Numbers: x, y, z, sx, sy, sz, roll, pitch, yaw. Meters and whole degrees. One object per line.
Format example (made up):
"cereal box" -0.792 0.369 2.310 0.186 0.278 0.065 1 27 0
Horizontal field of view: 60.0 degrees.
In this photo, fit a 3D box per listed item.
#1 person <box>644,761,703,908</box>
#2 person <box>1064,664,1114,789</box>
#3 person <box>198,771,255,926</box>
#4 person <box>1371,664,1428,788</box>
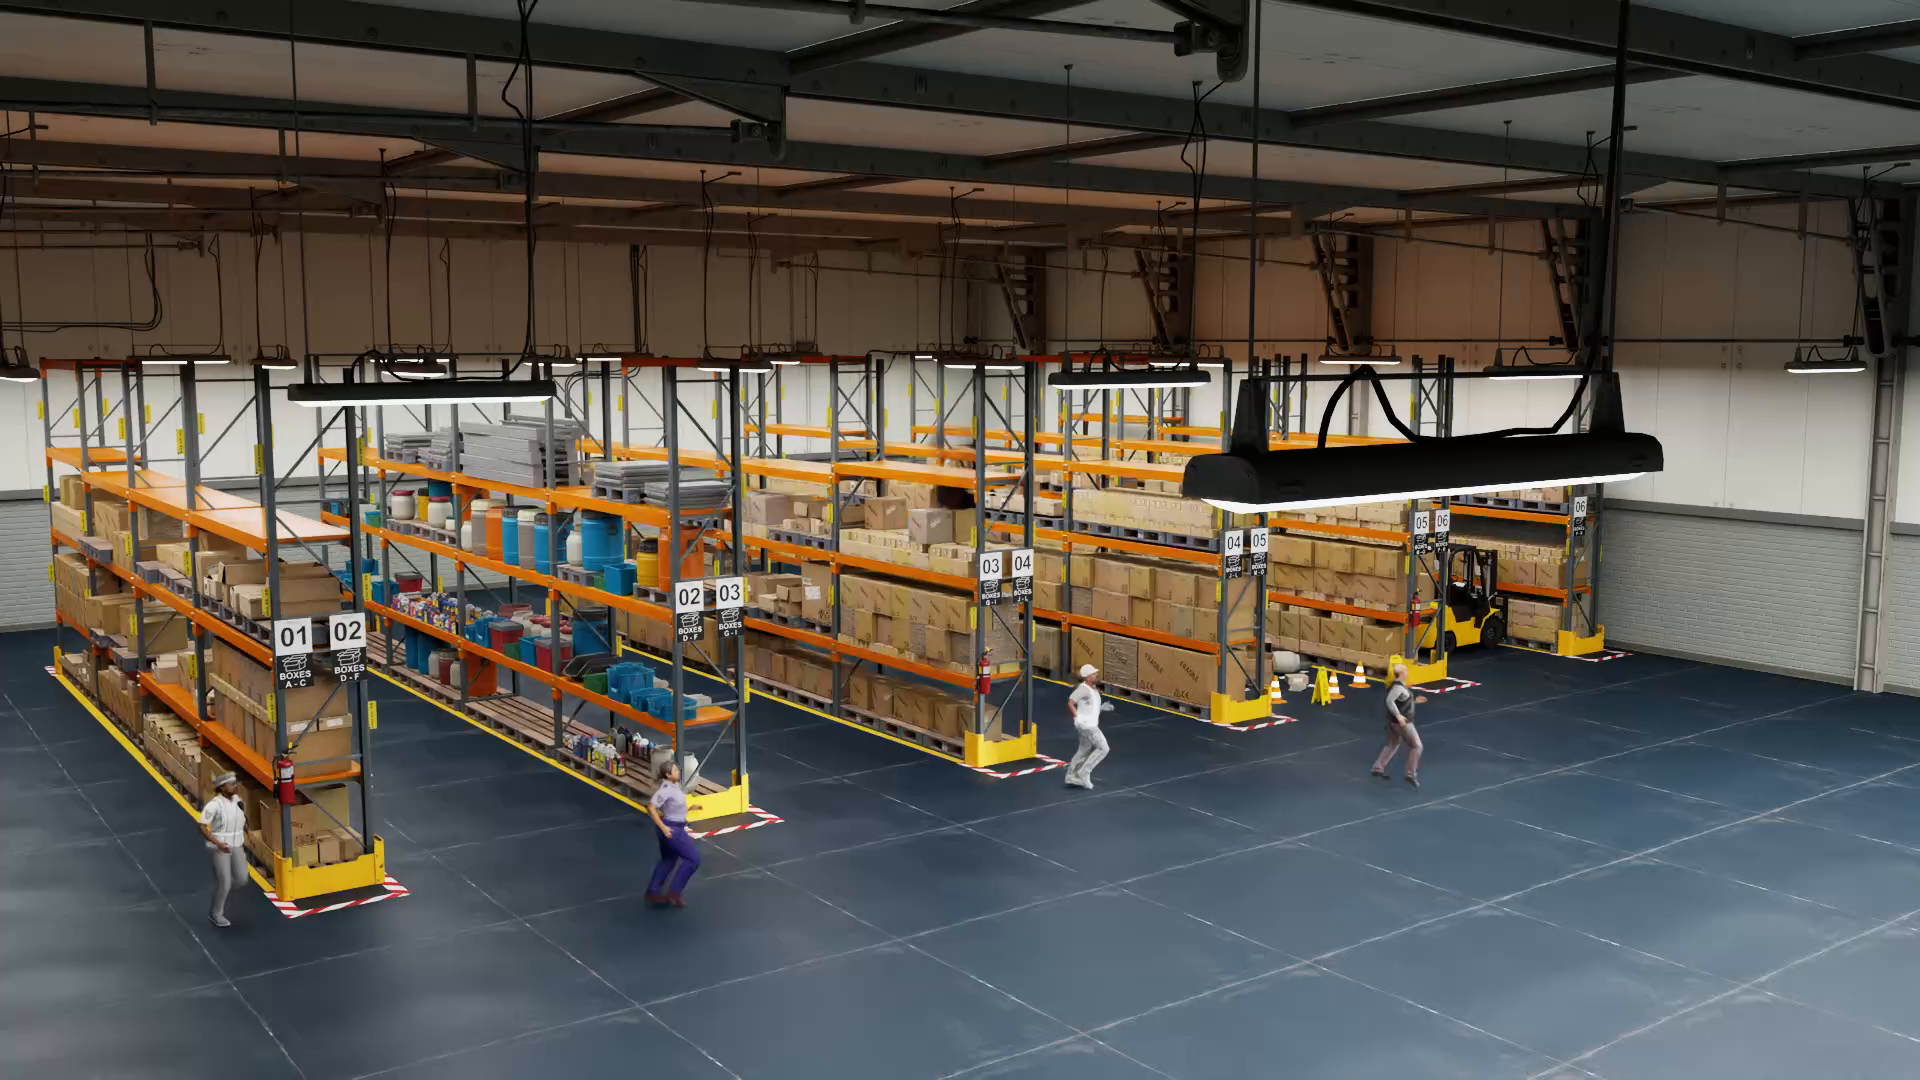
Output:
"person" -3.210 3.293 18.627 0.680 1.655 0.581 -1 7 -12
"person" 1.831 2.629 23.541 0.692 1.763 0.663 1 7 7
"person" -7.983 3.351 18.162 0.501 1.653 0.646 3 8 26
"person" 6.264 2.646 23.672 0.764 1.784 0.630 0 7 -1
